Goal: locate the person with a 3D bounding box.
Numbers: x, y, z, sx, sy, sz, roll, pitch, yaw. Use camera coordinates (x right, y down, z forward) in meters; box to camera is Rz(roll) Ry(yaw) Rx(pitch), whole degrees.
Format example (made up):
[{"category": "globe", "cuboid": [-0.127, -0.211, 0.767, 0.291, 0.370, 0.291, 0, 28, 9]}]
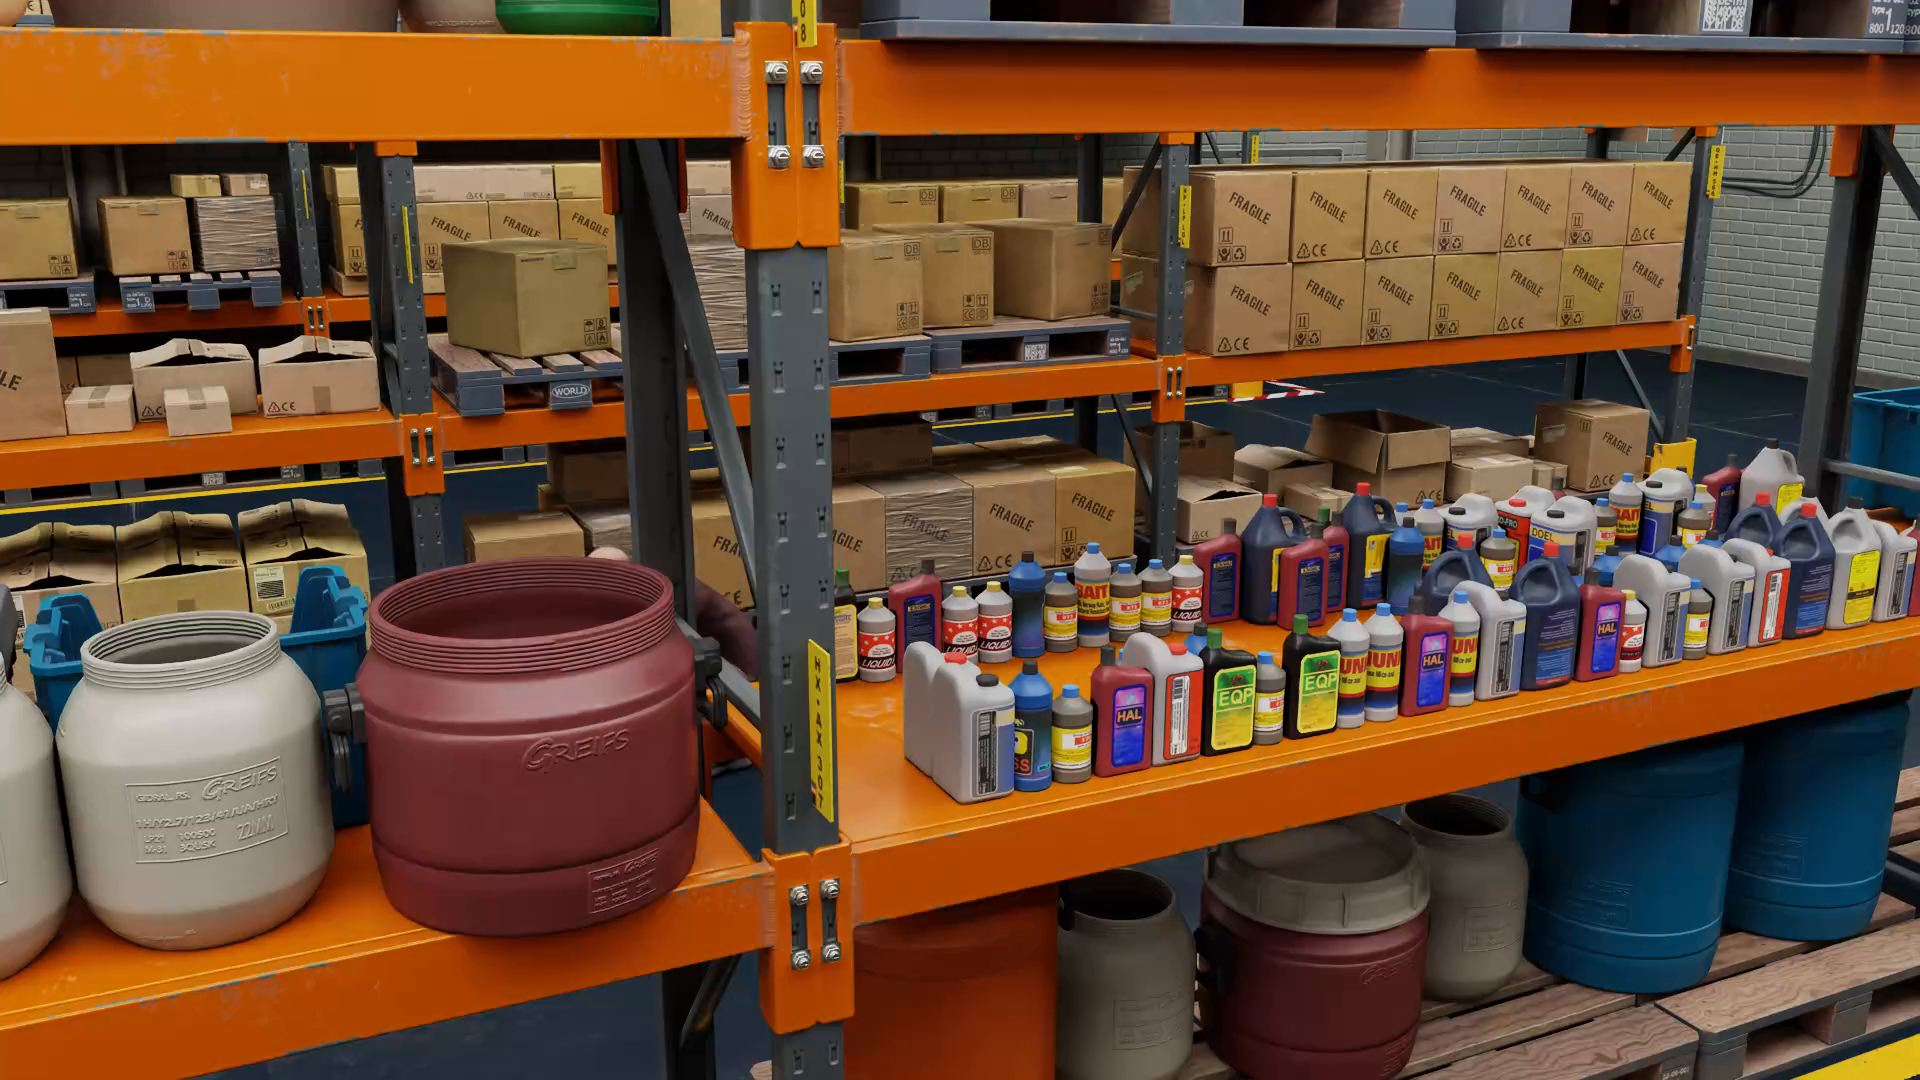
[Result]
[{"category": "person", "cuboid": [-1.212, 0.472, 6.805, 0.901, 0.997, 0.599, -7, 17, -25]}]
